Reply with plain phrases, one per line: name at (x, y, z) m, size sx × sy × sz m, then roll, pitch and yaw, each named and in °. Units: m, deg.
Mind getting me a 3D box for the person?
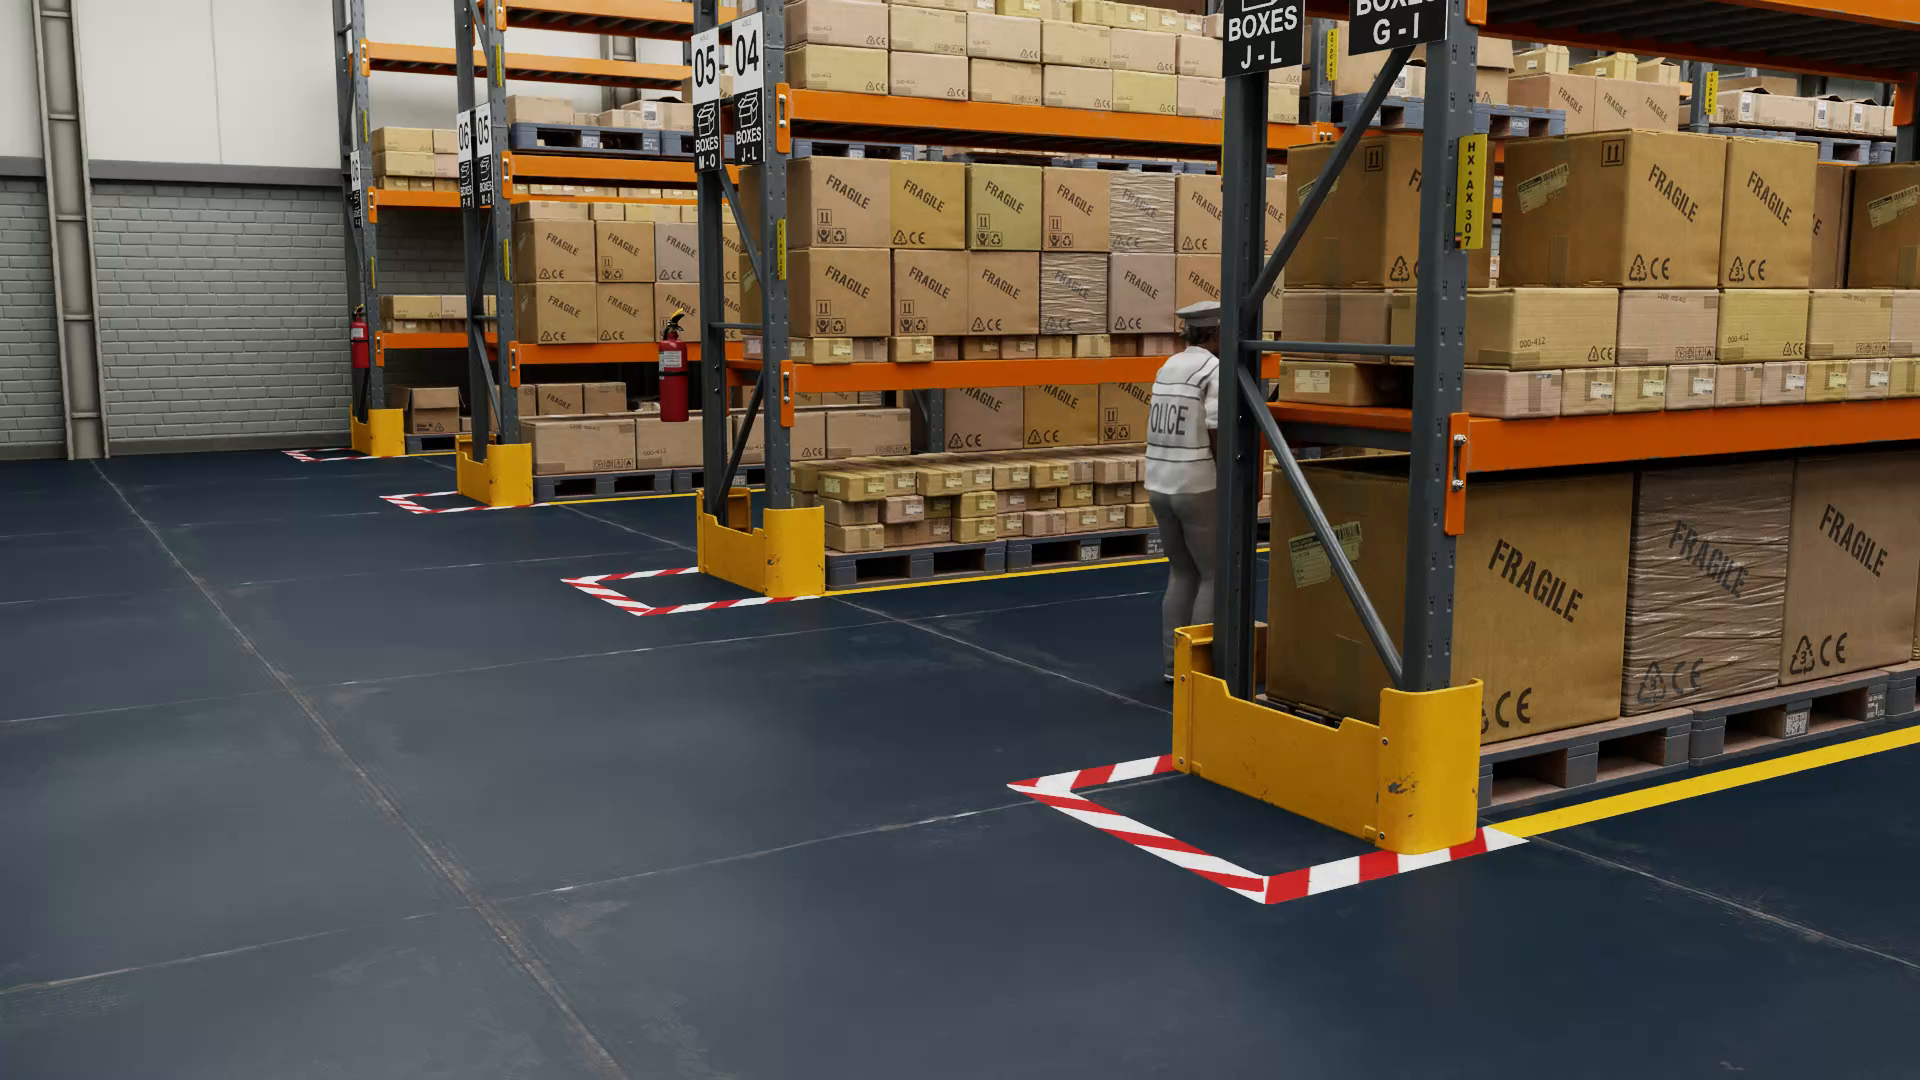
person at (1.021, -0.188, 7.126) m, size 0.415 × 1.660 × 0.506 m, roll -5°, pitch 10°, yaw -31°
